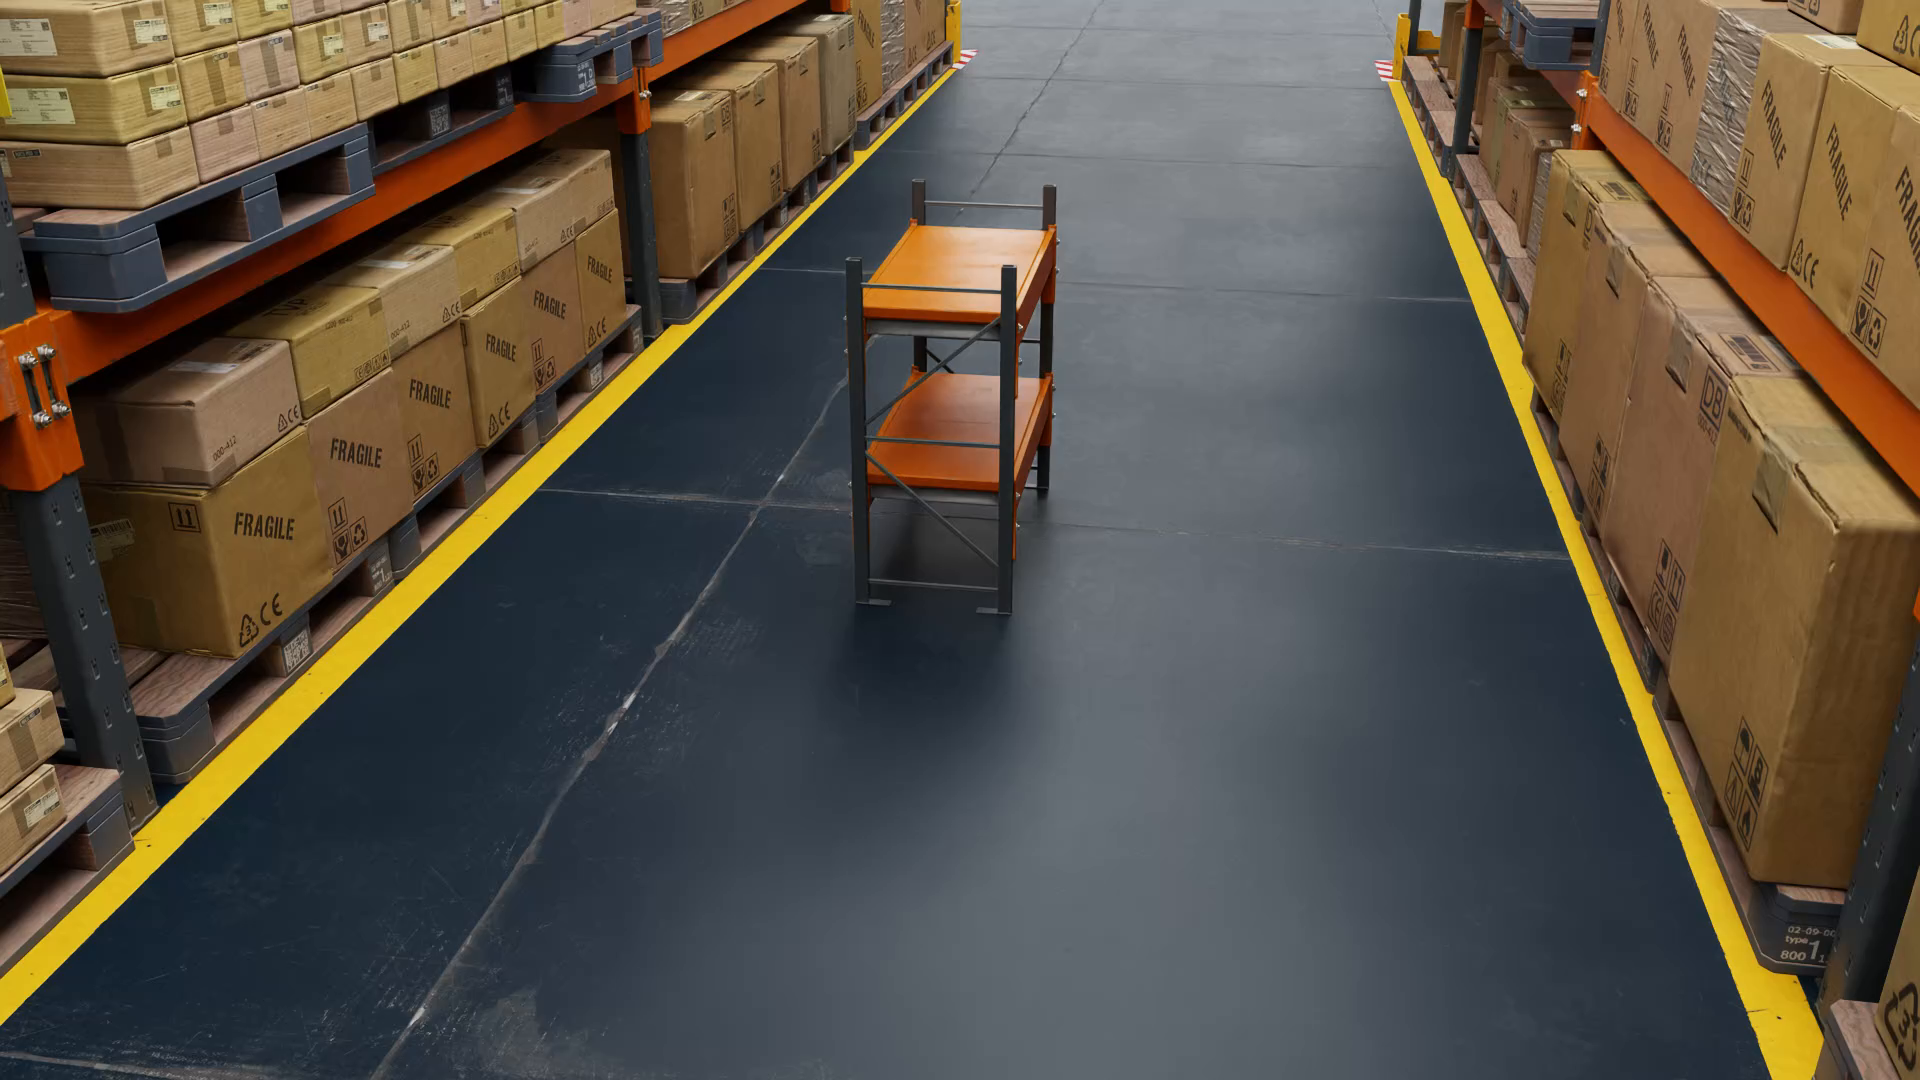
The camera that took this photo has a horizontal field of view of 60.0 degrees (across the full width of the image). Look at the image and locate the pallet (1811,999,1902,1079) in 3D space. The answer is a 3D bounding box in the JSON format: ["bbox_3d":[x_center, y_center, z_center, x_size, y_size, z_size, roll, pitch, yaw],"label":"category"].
[{"bbox_3d":[2.122,1.290,2.745,1.003,0.211,1.213,4,25,9],"label":"pallet"}]

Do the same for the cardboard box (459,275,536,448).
[{"bbox_3d":[-1.908,-0.670,6.096,0.500,0.500,0.500,3,25,6],"label":"cardboard box"}]

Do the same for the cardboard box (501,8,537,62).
[{"bbox_3d":[-1.697,-1.755,5.761,0.380,0.149,0.250,3,25,6],"label":"cardboard box"}]

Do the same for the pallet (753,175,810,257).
[{"bbox_3d":[-1.495,-1.915,9.592,1.003,0.211,1.213,4,25,9],"label":"pallet"}]

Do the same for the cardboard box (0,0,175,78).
[{"bbox_3d":[-2.035,-1.150,3.768,0.380,0.149,0.250,5,26,11],"label":"cardboard box"}]

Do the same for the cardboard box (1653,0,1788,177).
[{"bbox_3d":[2.467,-1.389,5.061,0.500,0.500,0.500,4,25,8],"label":"cardboard box"}]

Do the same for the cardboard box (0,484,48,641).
[{"bbox_3d":[-2.681,-0.057,4.786,0.500,0.500,0.500,4,25,8],"label":"cardboard box"}]

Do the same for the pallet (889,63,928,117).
[{"bbox_3d":[-0.847,-3.579,13.147,1.003,0.211,1.213,4,25,9],"label":"pallet"}]

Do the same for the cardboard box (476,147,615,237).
[{"bbox_3d":[-1.753,-1.438,6.852,0.500,0.250,0.500,3,25,7],"label":"cardboard box"}]

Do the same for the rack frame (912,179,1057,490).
[{"bbox_3d":[0.082,-0.719,5.960,0.500,1.125,0.032,4,25,9],"label":"rack frame"}]

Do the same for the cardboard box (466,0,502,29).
[{"bbox_3d":[-1.740,-1.778,5.460,0.380,0.149,0.250,5,25,10],"label":"cardboard box"}]

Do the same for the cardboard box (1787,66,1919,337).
[{"bbox_3d":[2.218,-0.752,3.700,0.500,0.500,0.500,5,26,10],"label":"cardboard box"}]

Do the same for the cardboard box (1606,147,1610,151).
[{"bbox_3d":[3.057,-1.648,7.277,0.500,0.250,0.500,5,26,11],"label":"cardboard box"}]

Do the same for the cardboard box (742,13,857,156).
[{"bbox_3d":[-1.259,-2.923,10.614,1.050,0.750,0.750,4,25,8],"label":"cardboard box"}]

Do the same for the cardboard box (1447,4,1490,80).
[{"bbox_3d":[4.102,-3.850,12.890,0.500,0.500,0.500,11,27,22],"label":"cardboard box"}]

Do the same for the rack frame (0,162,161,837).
[{"bbox_3d":[-2.553,-0.671,3.646,1.000,3.000,0.127,4,25,9],"label":"rack frame"}]

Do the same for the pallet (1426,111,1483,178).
[{"bbox_3d":[3.706,-2.652,11.166,1.003,0.211,1.213,4,25,9],"label":"pallet"}]

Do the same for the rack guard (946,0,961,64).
[{"bbox_3d":[-0.588,-4.568,14.920,1.175,0.500,0.348,4,25,9],"label":"rack guard"}]

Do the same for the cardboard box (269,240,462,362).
[{"bbox_3d":[-2.000,-0.796,5.480,0.500,0.250,0.500,5,26,11],"label":"cardboard box"}]

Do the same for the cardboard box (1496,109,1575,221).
[{"bbox_3d":[3.322,-2.011,8.938,0.700,0.500,0.500,2,25,4],"label":"cardboard box"}]

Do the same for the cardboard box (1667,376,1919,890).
[{"bbox_3d":[2.408,0.218,3.758,1.225,0.875,0.875,4,25,9],"label":"cardboard box"}]

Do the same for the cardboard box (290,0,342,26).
[{"bbox_3d":[-1.908,-1.478,4.470,0.380,0.149,0.250,4,25,8],"label":"cardboard box"}]

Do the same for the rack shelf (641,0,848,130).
[{"bbox_3d":[-1.573,-2.855,9.160,1.077,0.370,4.000,4,25,9],"label":"rack shelf"}]

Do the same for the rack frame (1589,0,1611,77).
[{"bbox_3d":[2.977,-1.958,6.396,1.000,3.000,0.127,4,25,9],"label":"rack frame"}]

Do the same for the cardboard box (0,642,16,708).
[{"bbox_3d":[-2.355,0.327,3.679,0.380,0.149,0.250,5,25,10],"label":"cardboard box"}]

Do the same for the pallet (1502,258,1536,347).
[{"bbox_3d":[3.106,-1.022,7.685,1.003,0.211,1.213,4,25,9],"label":"pallet"}]

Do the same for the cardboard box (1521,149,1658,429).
[{"bbox_3d":[2.844,-0.899,6.144,1.225,0.875,0.875,3,25,6],"label":"cardboard box"}]

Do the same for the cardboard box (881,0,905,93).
[{"bbox_3d":[-0.930,-3.881,12.513,0.875,0.875,0.875,4,25,9],"label":"cardboard box"}]

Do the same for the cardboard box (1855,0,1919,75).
[{"bbox_3d":[2.543,-1.339,3.771,0.797,0.503,0.637,4,25,9],"label":"cardboard box"}]

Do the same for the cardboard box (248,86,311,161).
[{"bbox_3d":[-1.951,-1.101,4.366,0.380,0.149,0.250,4,25,9],"label":"cardboard box"}]

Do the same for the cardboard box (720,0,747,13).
[{"bbox_3d":[-1.397,-2.982,8.465,0.500,0.500,0.500,4,25,8],"label":"cardboard box"}]

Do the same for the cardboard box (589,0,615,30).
[{"bbox_3d":[-1.569,-2.079,6.454,0.380,0.149,0.250,4,25,8],"label":"cardboard box"}]

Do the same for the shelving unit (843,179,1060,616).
[{"bbox_3d":[-0.001,-0.507,5.506,0.538,1.125,1.048,4,25,9],"label":"shelving unit"}]

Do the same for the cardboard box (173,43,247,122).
[{"bbox_3d":[-1.995,-1.124,4.063,0.380,0.149,0.250,4,25,7],"label":"cardboard box"}]

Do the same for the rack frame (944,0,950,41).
[{"bbox_3d":[-0.592,-5.690,14.368,1.000,3.000,0.127,4,25,9],"label":"rack frame"}]

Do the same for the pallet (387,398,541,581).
[{"bbox_3d":[-2.230,-0.246,6.026,1.003,0.211,1.213,4,25,9],"label":"pallet"}]

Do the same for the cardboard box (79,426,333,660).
[{"bbox_3d":[-2.171,-0.020,4.708,0.500,0.500,0.500,5,26,11],"label":"cardboard box"}]

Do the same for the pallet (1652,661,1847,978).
[{"bbox_3d":[2.375,0.649,4.113,1.003,0.211,1.213,4,25,9],"label":"pallet"}]

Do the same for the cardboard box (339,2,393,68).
[{"bbox_3d":[-1.869,-1.454,4.767,0.380,0.149,0.250,5,26,11],"label":"cardboard box"}]

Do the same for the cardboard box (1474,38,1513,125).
[{"bbox_3d":[3.822,-3.094,11.275,0.500,0.500,0.500,13,28,25],"label":"cardboard box"}]

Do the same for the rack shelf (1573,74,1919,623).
[{"bbox_3d":[2.650,-0.796,4.761,1.077,0.370,4.000,4,25,9],"label":"rack shelf"}]

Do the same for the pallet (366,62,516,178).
[{"bbox_3d":[-2.183,-1.427,5.486,1.003,0.211,1.213,4,25,9],"label":"pallet"}]

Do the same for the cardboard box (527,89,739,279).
[{"bbox_3d":[-1.711,-1.764,8.139,1.050,0.750,0.750,4,25,8],"label":"cardboard box"}]

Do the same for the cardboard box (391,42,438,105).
[{"bbox_3d":[-1.827,-1.427,5.062,0.380,0.149,0.250,4,25,8],"label":"cardboard box"}]
